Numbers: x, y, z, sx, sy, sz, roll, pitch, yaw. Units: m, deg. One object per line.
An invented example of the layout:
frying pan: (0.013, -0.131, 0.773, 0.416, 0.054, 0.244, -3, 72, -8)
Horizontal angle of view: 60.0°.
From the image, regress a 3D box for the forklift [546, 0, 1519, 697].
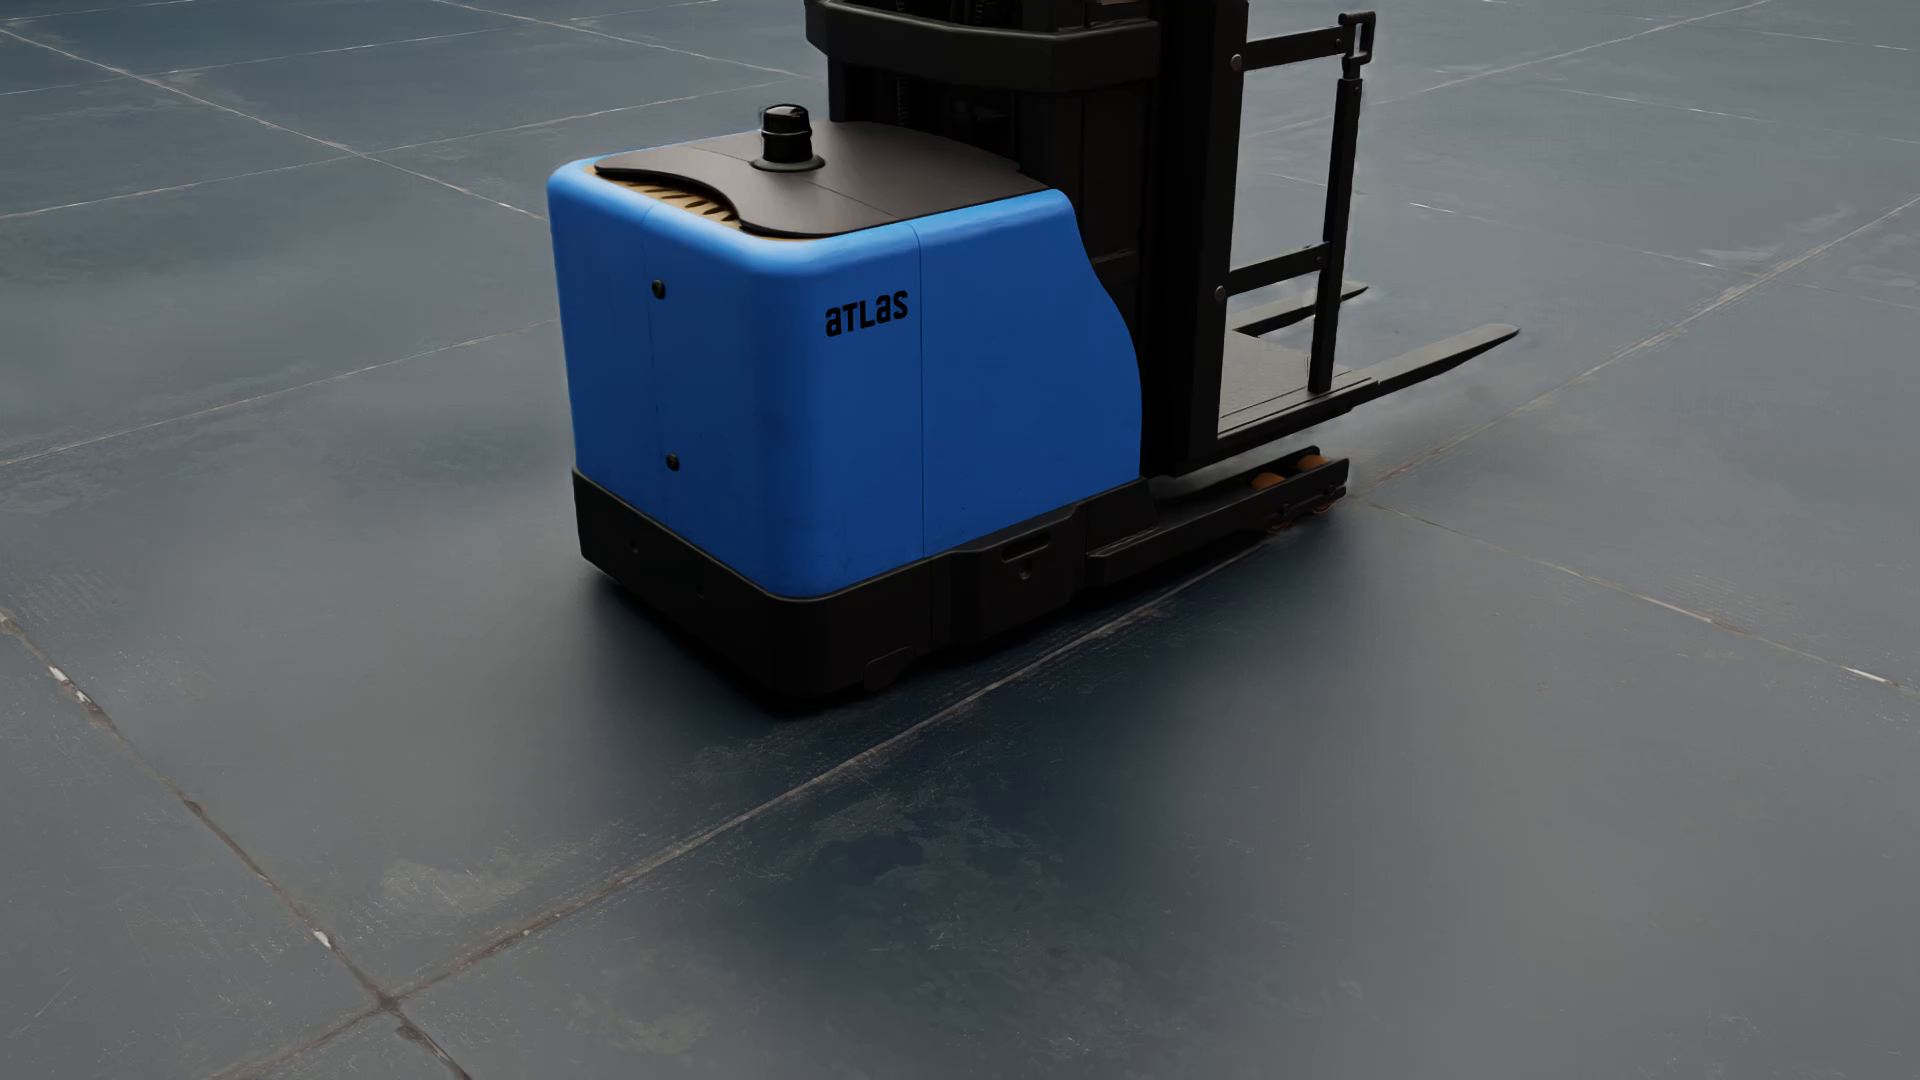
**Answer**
forklift: (0.463, -1.491, 4.255, 3.031, 2.935, 1.130, -20, 33, -35)
